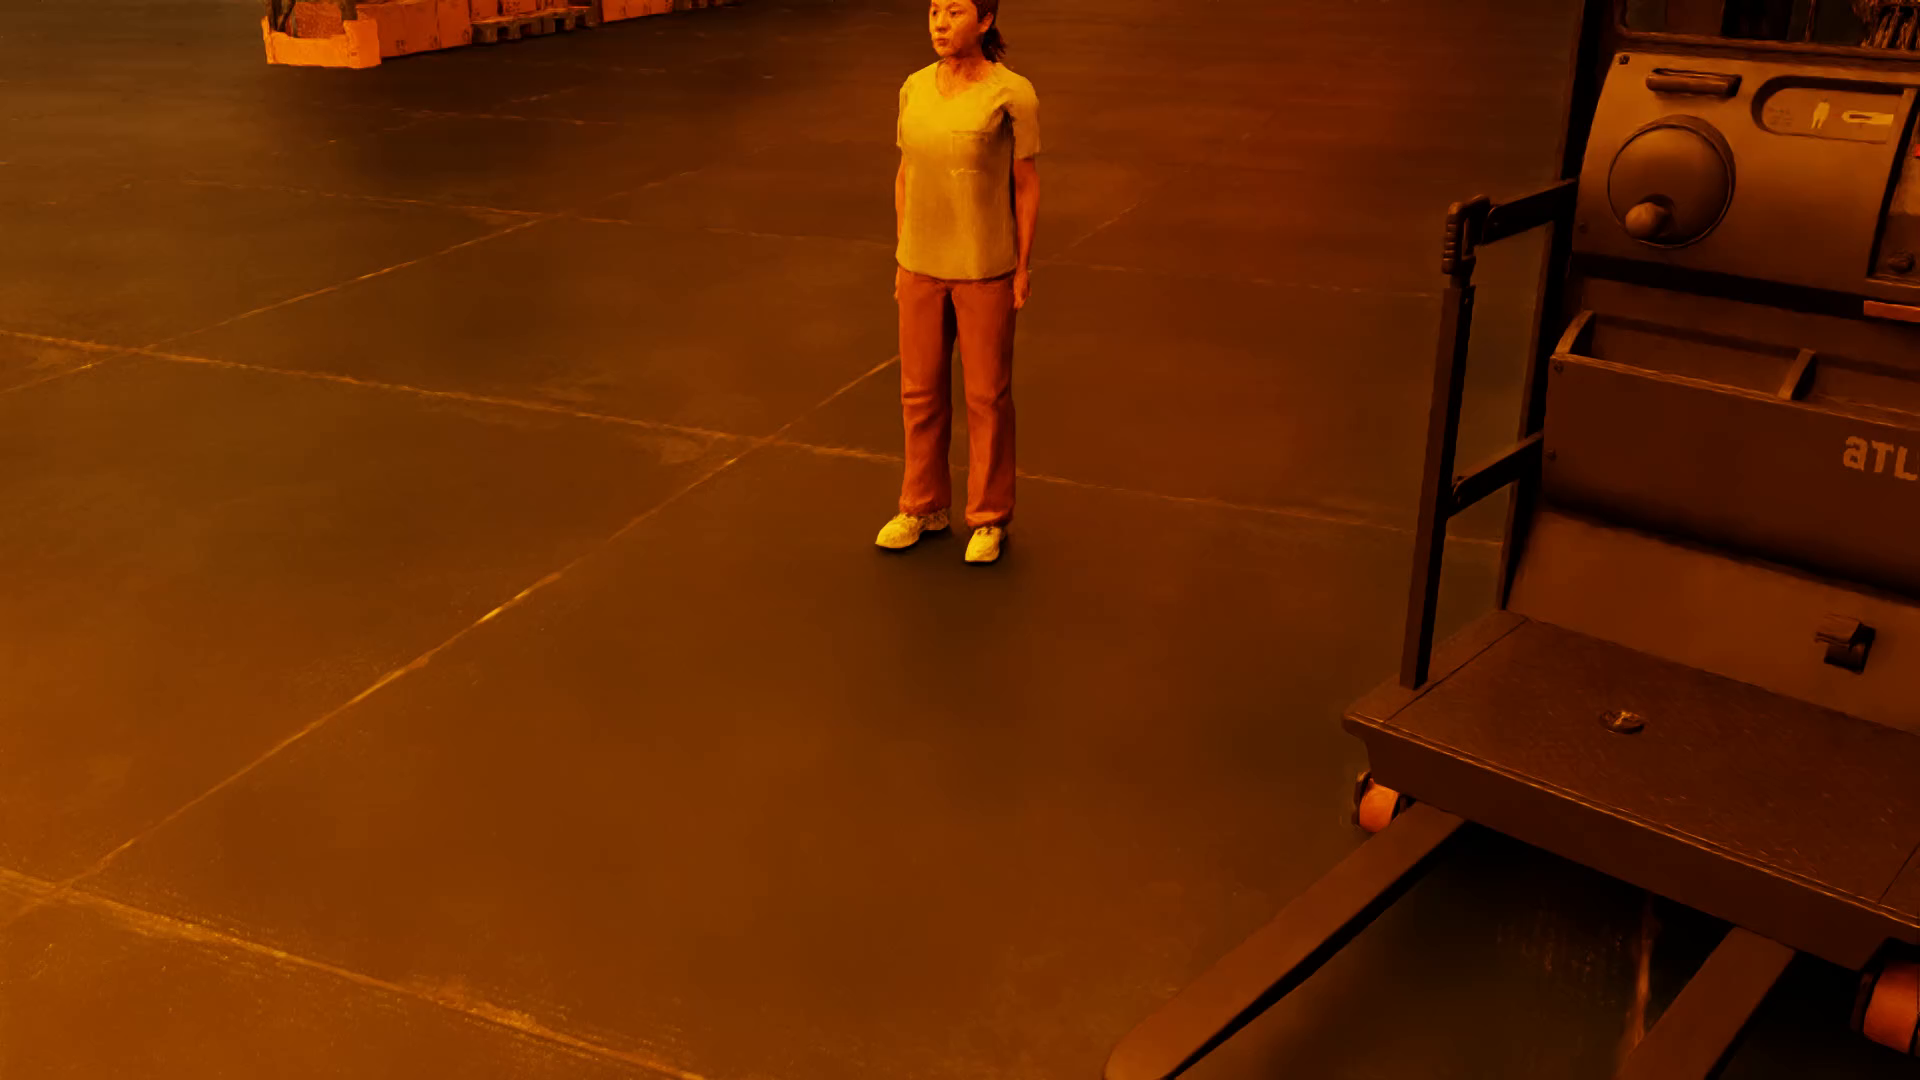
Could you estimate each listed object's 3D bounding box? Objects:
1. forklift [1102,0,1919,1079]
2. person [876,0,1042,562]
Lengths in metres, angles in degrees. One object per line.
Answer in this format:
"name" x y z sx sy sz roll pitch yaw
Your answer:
"forklift" 1.482 -0.670 2.895 1.130 2.935 3.031 19 29 38
"person" -0.001 -0.768 4.762 0.429 1.673 0.365 9 24 21
